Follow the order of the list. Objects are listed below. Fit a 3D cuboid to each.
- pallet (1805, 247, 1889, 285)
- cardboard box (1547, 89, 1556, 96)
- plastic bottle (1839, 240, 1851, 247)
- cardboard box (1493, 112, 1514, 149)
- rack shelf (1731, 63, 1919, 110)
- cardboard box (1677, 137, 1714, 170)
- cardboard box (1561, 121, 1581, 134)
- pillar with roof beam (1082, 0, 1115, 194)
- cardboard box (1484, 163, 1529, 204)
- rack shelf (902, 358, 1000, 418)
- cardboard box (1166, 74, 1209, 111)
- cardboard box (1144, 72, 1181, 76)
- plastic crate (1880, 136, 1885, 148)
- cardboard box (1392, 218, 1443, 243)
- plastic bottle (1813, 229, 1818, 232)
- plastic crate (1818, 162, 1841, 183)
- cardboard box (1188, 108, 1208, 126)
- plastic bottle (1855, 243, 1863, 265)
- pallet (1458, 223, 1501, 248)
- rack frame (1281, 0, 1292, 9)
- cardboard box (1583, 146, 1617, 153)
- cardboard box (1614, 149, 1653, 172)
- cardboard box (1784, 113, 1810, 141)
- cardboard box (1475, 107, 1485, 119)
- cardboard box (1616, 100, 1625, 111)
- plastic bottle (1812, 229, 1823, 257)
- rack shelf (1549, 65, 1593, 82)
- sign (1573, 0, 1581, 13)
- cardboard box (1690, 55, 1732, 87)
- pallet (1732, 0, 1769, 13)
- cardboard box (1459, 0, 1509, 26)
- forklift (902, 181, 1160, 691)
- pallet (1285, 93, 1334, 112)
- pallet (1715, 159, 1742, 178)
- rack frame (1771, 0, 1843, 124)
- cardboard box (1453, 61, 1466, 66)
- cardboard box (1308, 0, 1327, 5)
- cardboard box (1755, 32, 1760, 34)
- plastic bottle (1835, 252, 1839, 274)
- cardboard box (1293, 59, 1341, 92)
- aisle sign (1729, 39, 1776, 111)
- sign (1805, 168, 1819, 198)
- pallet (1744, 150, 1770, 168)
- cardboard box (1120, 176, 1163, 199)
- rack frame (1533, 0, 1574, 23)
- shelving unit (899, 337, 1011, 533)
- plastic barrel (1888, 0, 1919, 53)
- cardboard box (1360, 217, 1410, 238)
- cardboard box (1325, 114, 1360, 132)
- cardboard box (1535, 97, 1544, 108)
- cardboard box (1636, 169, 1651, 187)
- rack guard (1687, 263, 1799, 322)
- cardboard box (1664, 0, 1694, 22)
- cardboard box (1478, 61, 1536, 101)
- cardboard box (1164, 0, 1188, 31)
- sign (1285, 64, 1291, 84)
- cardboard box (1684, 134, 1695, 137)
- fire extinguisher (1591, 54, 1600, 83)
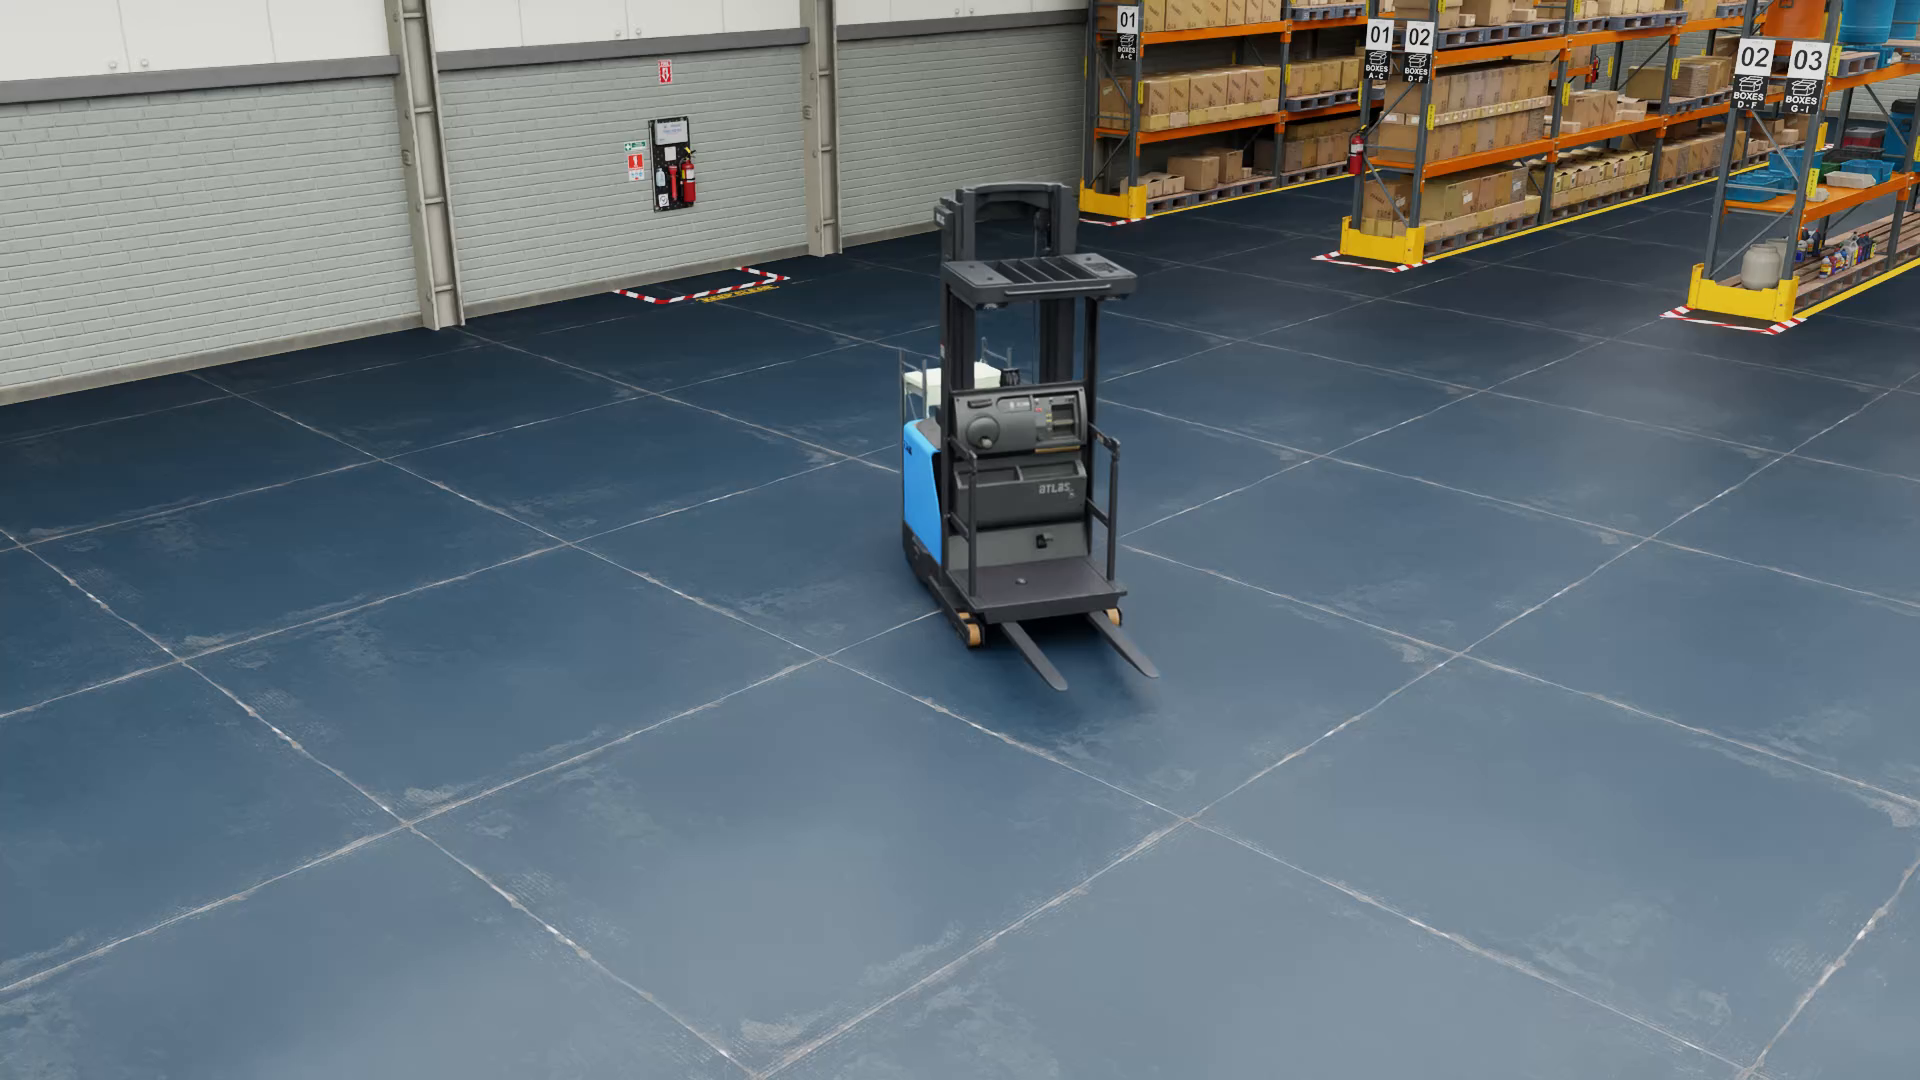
[{"bbox_3d":[11.783,-3.714,22.444,1.003,0.211,1.213,19,28,41],"label":"pallet"},{"bbox_3d":[13.001,-9.725,36.189,0.250,0.149,0.380,-19,28,-41],"label":"cardboard box"},{"bbox_3d":[11.781,-3.856,22.108,0.152,0.276,0.135,19,28,41],"label":"plastic bottle"},{"bbox_3d":[7.713,-6.085,24.584,0.500,0.500,0.700,-20,28,-41],"label":"cardboard box"},{"bbox_3d":[10.886,-5.728,20.619,1.077,0.370,4.000,19,28,41],"label":"rack shelf"},{"bbox_3d":[13.122,-6.930,29.795,0.500,0.500,0.500,18,27,39],"label":"cardboard box"},{"bbox_3d":[9.499,-6.478,26.098,0.380,0.149,0.250,19,28,41],"label":"cardboard box"},{"bbox_3d":[5.345,-8.749,23.293,9.100,9.000,0.400,19,28,41],"label":"pillar with roof beam"},{"bbox_3d":[8.211,-5.382,25.097,0.500,0.500,0.500,19,28,41],"label":"cardboard box"},{"bbox_3d":[-0.038,-1.131,12.839,0.720,0.370,0.431,-12,24,-27],"label":"rack shelf"},{"bbox_3d":[3.658,-7.222,26.819,0.500,0.500,0.500,18,27,39],"label":"cardboard box"},{"bbox_3d":[3.285,-7.354,27.162,0.500,0.500,0.500,18,28,39],"label":"cardboard box"},{"bbox_3d":[12.828,-5.532,23.308,0.392,0.384,0.575,19,28,41],"label":"plastic crate"},{"bbox_3d":[6.478,-4.385,23.550,0.500,0.250,0.500,19,28,41],"label":"cardboard box"},{"bbox_3d":[11.745,-4.138,22.848,0.097,0.271,0.097,0,21,0],"label":"plastic bottle"},{"bbox_3d":[11.132,-4.801,21.679,0.450,0.188,0.662,19,28,41],"label":"plastic crate"},{"bbox_3d":[3.672,-6.881,26.978,0.500,0.250,0.500,19,28,40],"label":"cardboard box"},{"bbox_3d":[11.821,-3.776,21.891,0.133,0.283,0.061,-18,27,-39],"label":"plastic bottle"},{"bbox_3d":[7.299,-4.608,24.769,1.003,0.211,1.213,19,28,41],"label":"pallet"},{"bbox_3d":[5.183,-10.458,27.740,1.000,3.000,0.127,19,28,41],"label":"rack frame"},{"bbox_3d":[10.949,-6.560,28.427,0.500,0.311,0.500,-19,28,-40],"label":"cardboard box"},{"bbox_3d":[11.336,-6.425,28.075,0.500,0.311,0.500,-19,28,-41],"label":"cardboard box"},{"bbox_3d":[16.903,-8.340,33.464,0.500,0.500,0.500,19,28,41],"label":"cardboard box"},{"bbox_3d":[7.269,-6.118,23.769,0.380,0.149,0.250,19,28,40],"label":"cardboard box"},{"bbox_3d":[10.762,-7.224,27.812,0.500,0.311,0.500,19,28,40],"label":"cardboard box"},{"bbox_3d":[11.524,-4.007,22.398,0.144,0.351,0.185,19,28,41],"label":"plastic bottle"},{"bbox_3d":[12.159,-9.892,35.633,1.077,0.370,4.000,19,28,41],"label":"rack shelf"},{"bbox_3d":[9.133,-7.959,24.588,0.100,0.325,0.005,19,28,41],"label":"sign"},{"bbox_3d":[13.825,-8.652,30.679,0.700,0.500,0.500,9,23,23],"label":"cardboard box"},{"bbox_3d":[13.810,-9.637,30.049,1.213,0.211,1.003,19,28,41],"label":"pallet"},{"bbox_3d":[7.299,-7.457,23.194,0.500,0.500,0.500,19,28,41],"label":"cardboard box"},{"bbox_3d":[0.477,-0.802,11.077,1.130,2.935,3.031,-6,22,-16],"label":"forklift"},{"bbox_3d":[5.820,-7.728,29.267,1.003,0.211,1.213,19,28,41],"label":"pallet"},{"bbox_3d":[13.775,-6.955,30.875,1.003,0.211,1.213,19,28,41],"label":"pallet"},{"bbox_3d":[17.106,-9.503,33.619,1.000,3.000,0.127,19,28,41],"label":"rack frame"},{"bbox_3d":[9.572,-9.337,32.604,0.500,0.500,0.500,-19,28,-41],"label":"cardboard box"},{"bbox_3d":[6.051,-9.491,28.944,0.500,0.311,0.500,-19,28,-40],"label":"cardboard box"},{"bbox_3d":[15.542,-9.574,32.270,0.500,0.500,0.500,19,28,40],"label":"cardboard box"},{"bbox_3d":[11.218,-3.558,21.340,0.097,0.271,0.097,0,21,0],"label":"plastic bottle"},{"bbox_3d":[6.394,-8.351,29.867,0.500,0.500,0.700,-16,26,-35],"label":"cardboard box"},{"bbox_3d":[9.228,-5.419,19.369,0.394,0.787,0.004,19,28,41],"label":"aisle sign"},{"bbox_3d":[9.882,-4.140,19.279,0.100,0.325,0.005,19,28,41],"label":"sign"},{"bbox_3d":[14.795,-7.350,31.903,1.003,0.211,1.213,19,28,41],"label":"pallet"},{"bbox_3d":[2.939,-5.735,26.949,0.500,0.311,0.500,15,26,35],"label":"cardboard box"},{"bbox_3d":[8.735,-9.219,24.517,1.000,3.000,0.127,19,28,41],"label":"rack frame"},{"bbox_3d":[-0.038,-0.767,12.979,0.755,1.500,0.431,-12,24,-27],"label":"shelving unit"},{"bbox_3d":[12.480,-6.997,22.219,0.600,0.901,0.708,19,28,41],"label":"plastic barrel"},{"bbox_3d":[6.107,-4.515,23.887,0.500,0.250,0.500,19,28,41],"label":"cardboard box"},{"bbox_3d":[7.066,-7.745,30.871,0.500,0.250,0.500,-20,28,-41],"label":"cardboard box"},{"bbox_3d":[8.524,-6.582,24.974,0.380,0.149,0.250,19,28,40],"label":"cardboard box"},{"bbox_3d":[11.333,-6.163,28.176,0.500,0.250,0.500,-19,28,-41],"label":"cardboard box"},{"bbox_3d":[9.510,-3.014,20.220,1.175,0.500,0.348,19,28,41],"label":"rack guard"},{"bbox_3d":[11.805,-9.014,28.026,0.910,0.500,0.500,19,28,41],"label":"cardboard box"},{"bbox_3d":[8.078,-6.825,24.703,0.700,0.500,0.500,19,28,41],"label":"cardboard box"},{"bbox_3d":[3.205,-8.238,25.978,0.500,0.500,0.500,-18,27,-39],"label":"cardboard box"},{"bbox_3d":[5.577,-7.928,28.313,0.100,0.325,0.005,19,28,41],"label":"sign"},{"bbox_3d":[13.085,-7.184,30.455,0.500,0.500,0.500,20,29,41],"label":"cardboard box"},{"bbox_3d":[13.990,-10.455,36.723,0.296,0.674,0.183,19,28,41],"label":"fire extinguisher"}]
